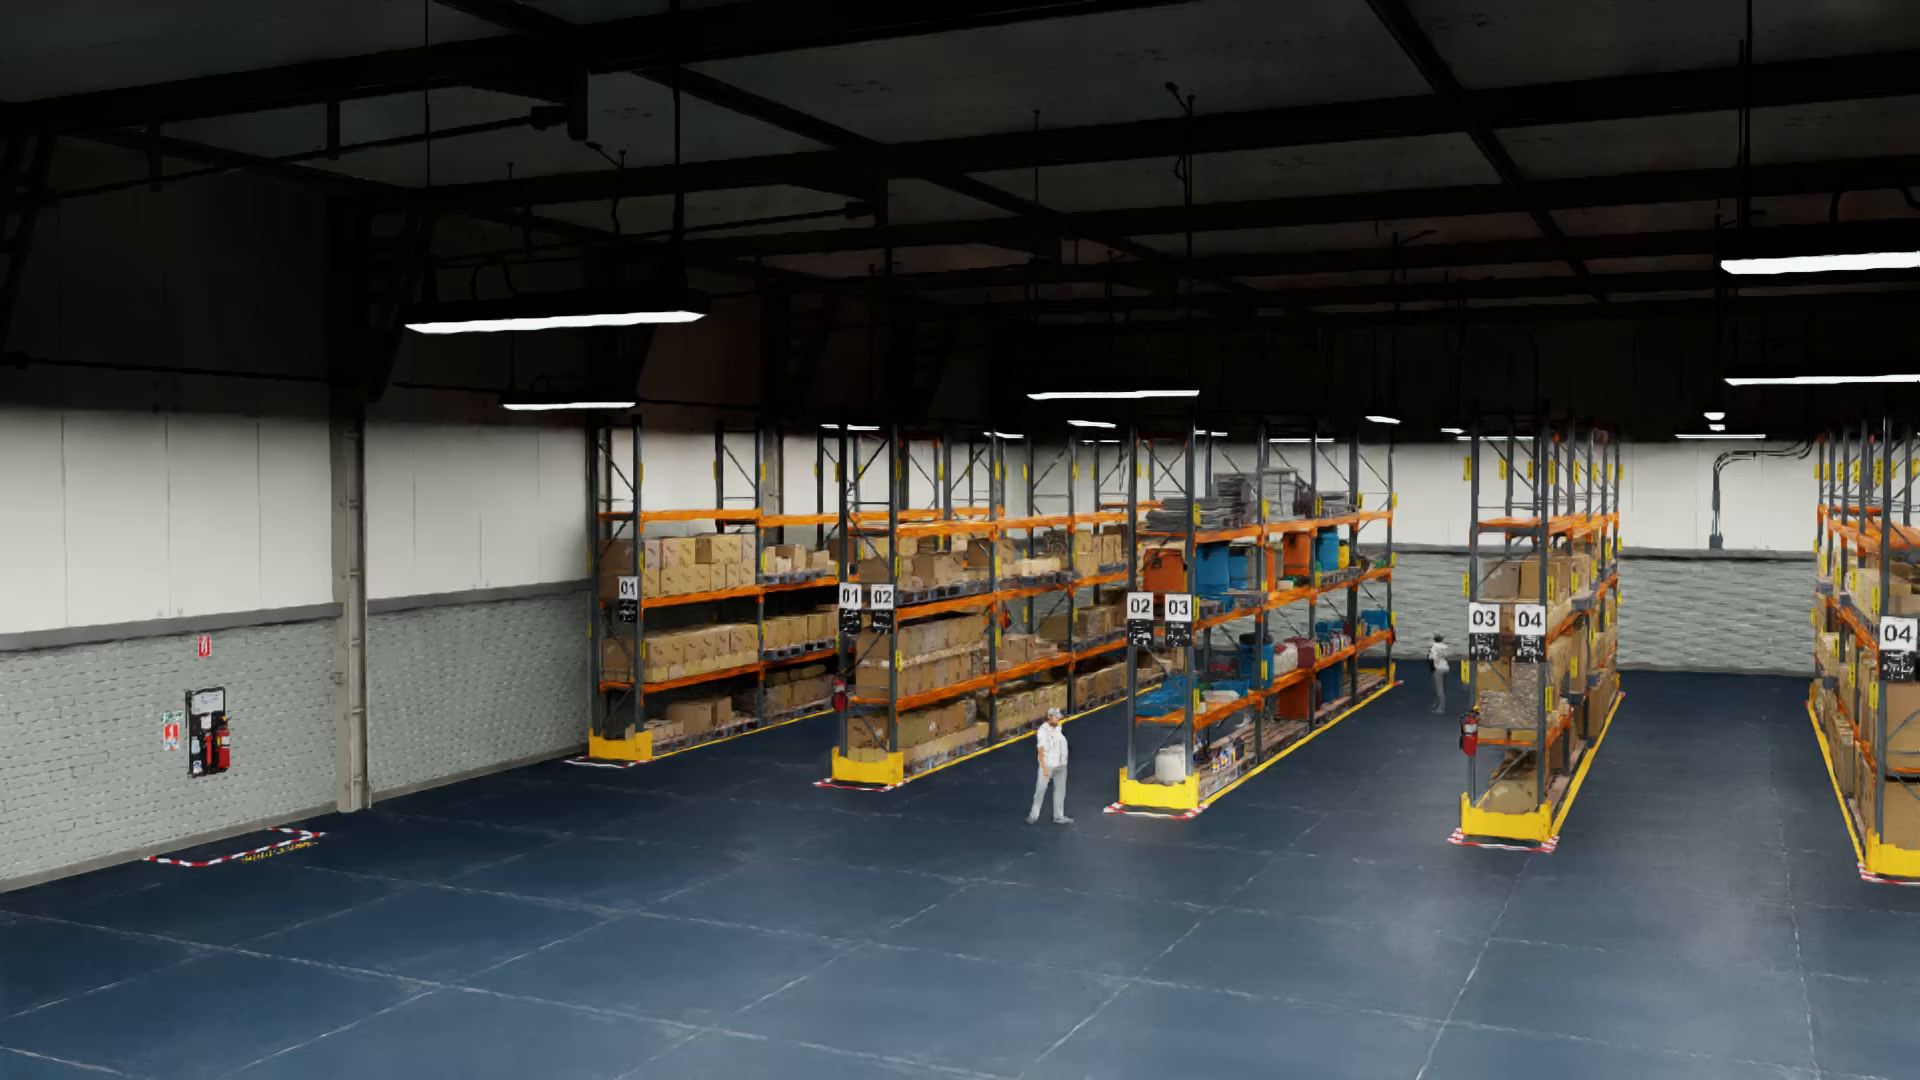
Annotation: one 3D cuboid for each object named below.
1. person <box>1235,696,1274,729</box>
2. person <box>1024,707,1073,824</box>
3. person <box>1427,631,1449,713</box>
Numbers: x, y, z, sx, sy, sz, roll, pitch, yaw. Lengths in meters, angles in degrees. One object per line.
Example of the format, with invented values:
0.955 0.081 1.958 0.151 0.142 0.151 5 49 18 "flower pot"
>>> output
5.612 2.715 31.484 0.570 1.786 0.686 -1 3 -23 "person"
1.249 3.202 23.616 0.687 1.663 0.459 -2 3 -35 "person"
9.951 2.732 34.636 0.588 1.661 0.561 -2 3 -40 "person"
